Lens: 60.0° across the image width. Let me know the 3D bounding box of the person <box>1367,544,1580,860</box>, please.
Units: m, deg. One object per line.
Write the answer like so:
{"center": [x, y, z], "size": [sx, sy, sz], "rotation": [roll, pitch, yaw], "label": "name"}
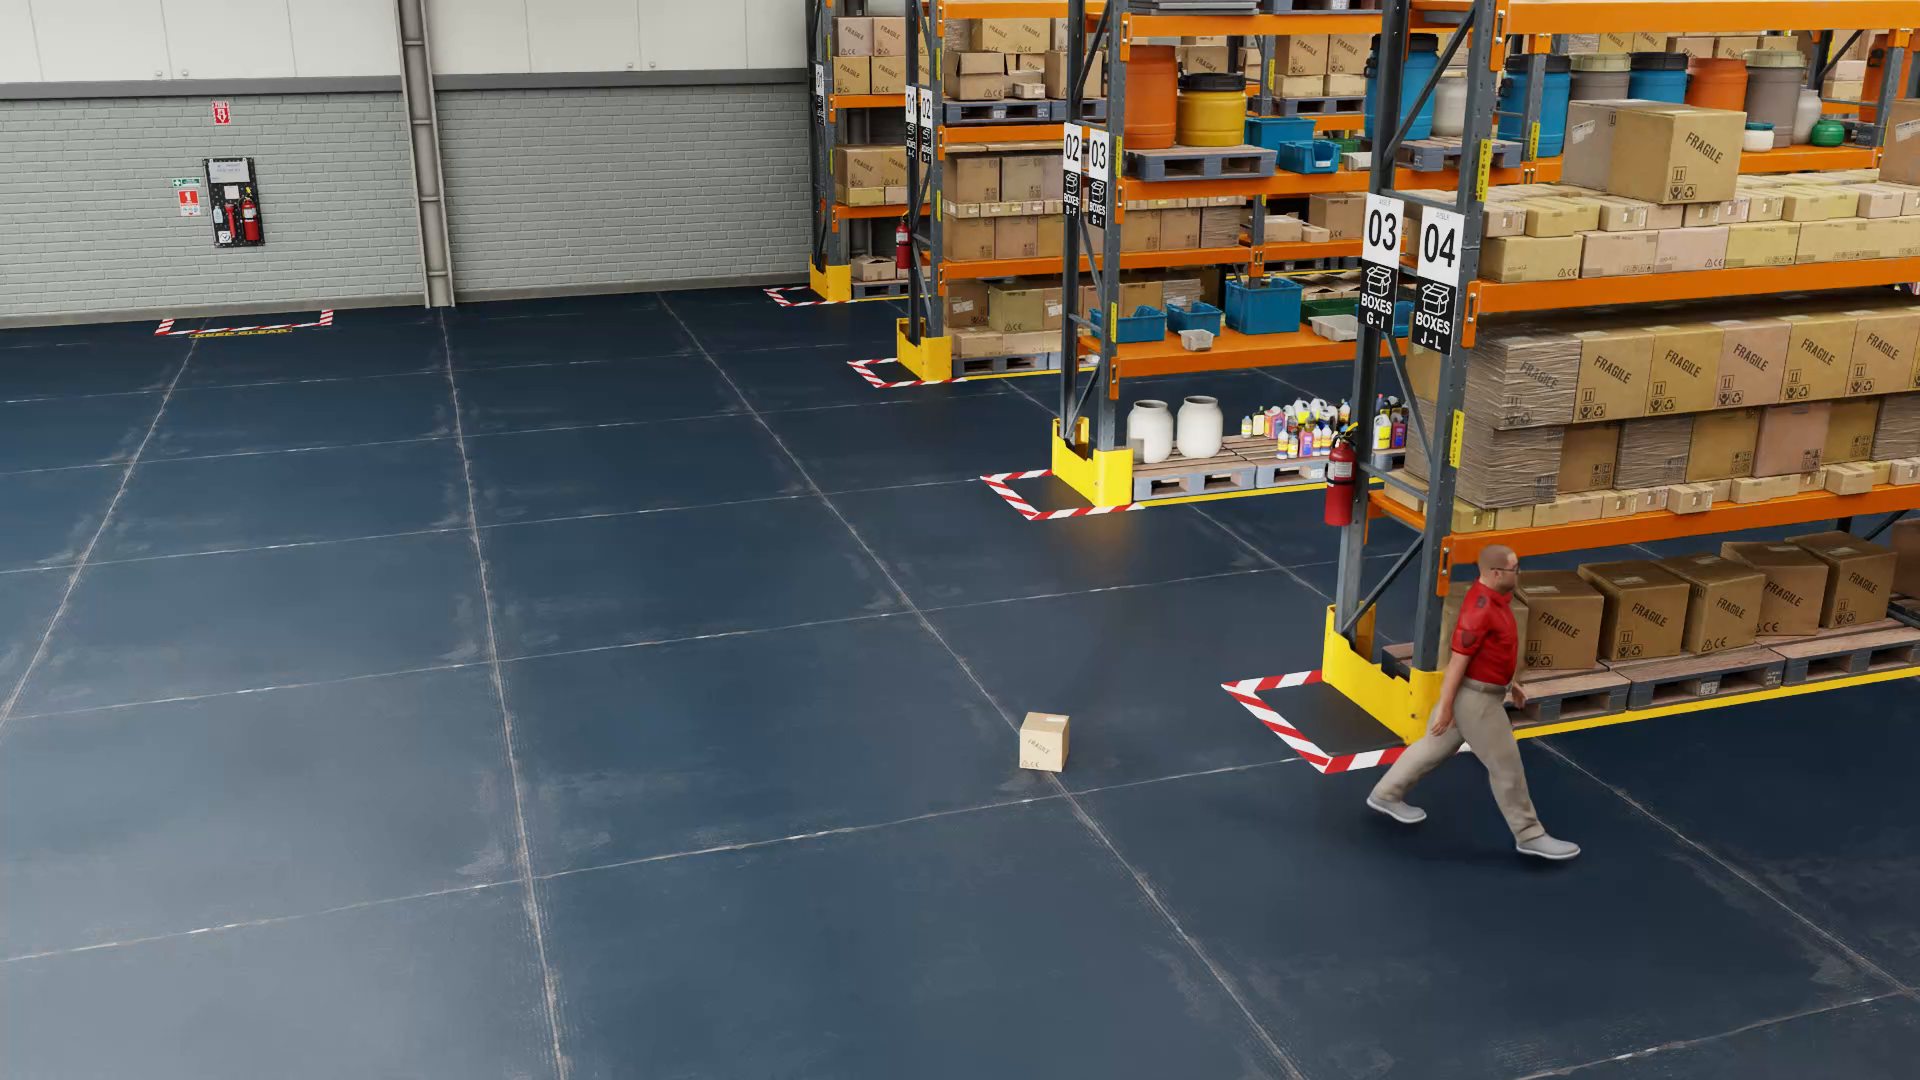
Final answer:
{"center": [2.779, 0.803, 8.783], "size": [1.096, 1.657, 0.550], "rotation": [6, 20, 16], "label": "person"}
